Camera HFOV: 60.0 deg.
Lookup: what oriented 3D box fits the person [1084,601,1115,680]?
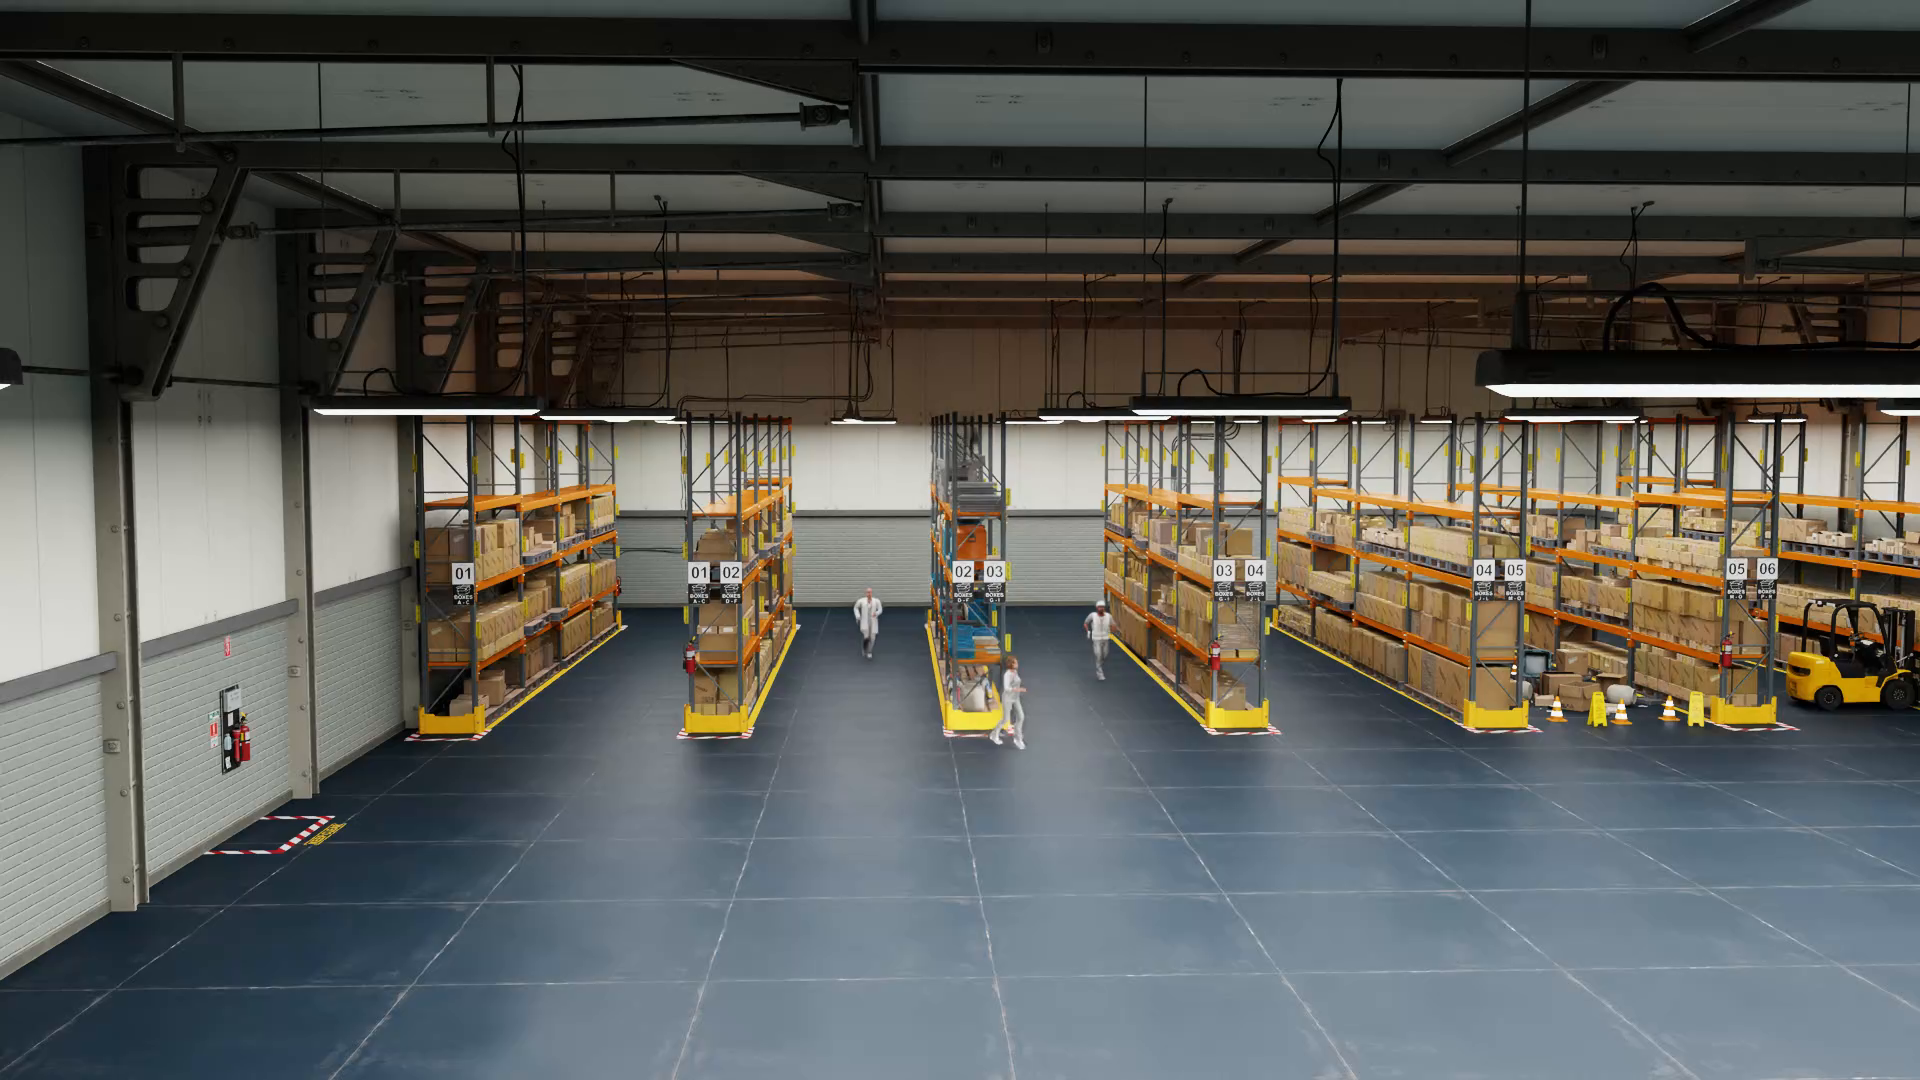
[{"bbox_3d":[3.188,2.258,37.692,0.703,1.774,0.860,-1,4,-12],"label":"person"}]

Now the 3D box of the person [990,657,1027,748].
[{"bbox_3d":[0.894,2.923,29.697,0.739,1.632,0.557,2,4,30],"label":"person"}]

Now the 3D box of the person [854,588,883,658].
[{"bbox_3d":[-2.241,2.059,40.983,0.692,1.742,0.656,-1,4,-11],"label":"person"}]
